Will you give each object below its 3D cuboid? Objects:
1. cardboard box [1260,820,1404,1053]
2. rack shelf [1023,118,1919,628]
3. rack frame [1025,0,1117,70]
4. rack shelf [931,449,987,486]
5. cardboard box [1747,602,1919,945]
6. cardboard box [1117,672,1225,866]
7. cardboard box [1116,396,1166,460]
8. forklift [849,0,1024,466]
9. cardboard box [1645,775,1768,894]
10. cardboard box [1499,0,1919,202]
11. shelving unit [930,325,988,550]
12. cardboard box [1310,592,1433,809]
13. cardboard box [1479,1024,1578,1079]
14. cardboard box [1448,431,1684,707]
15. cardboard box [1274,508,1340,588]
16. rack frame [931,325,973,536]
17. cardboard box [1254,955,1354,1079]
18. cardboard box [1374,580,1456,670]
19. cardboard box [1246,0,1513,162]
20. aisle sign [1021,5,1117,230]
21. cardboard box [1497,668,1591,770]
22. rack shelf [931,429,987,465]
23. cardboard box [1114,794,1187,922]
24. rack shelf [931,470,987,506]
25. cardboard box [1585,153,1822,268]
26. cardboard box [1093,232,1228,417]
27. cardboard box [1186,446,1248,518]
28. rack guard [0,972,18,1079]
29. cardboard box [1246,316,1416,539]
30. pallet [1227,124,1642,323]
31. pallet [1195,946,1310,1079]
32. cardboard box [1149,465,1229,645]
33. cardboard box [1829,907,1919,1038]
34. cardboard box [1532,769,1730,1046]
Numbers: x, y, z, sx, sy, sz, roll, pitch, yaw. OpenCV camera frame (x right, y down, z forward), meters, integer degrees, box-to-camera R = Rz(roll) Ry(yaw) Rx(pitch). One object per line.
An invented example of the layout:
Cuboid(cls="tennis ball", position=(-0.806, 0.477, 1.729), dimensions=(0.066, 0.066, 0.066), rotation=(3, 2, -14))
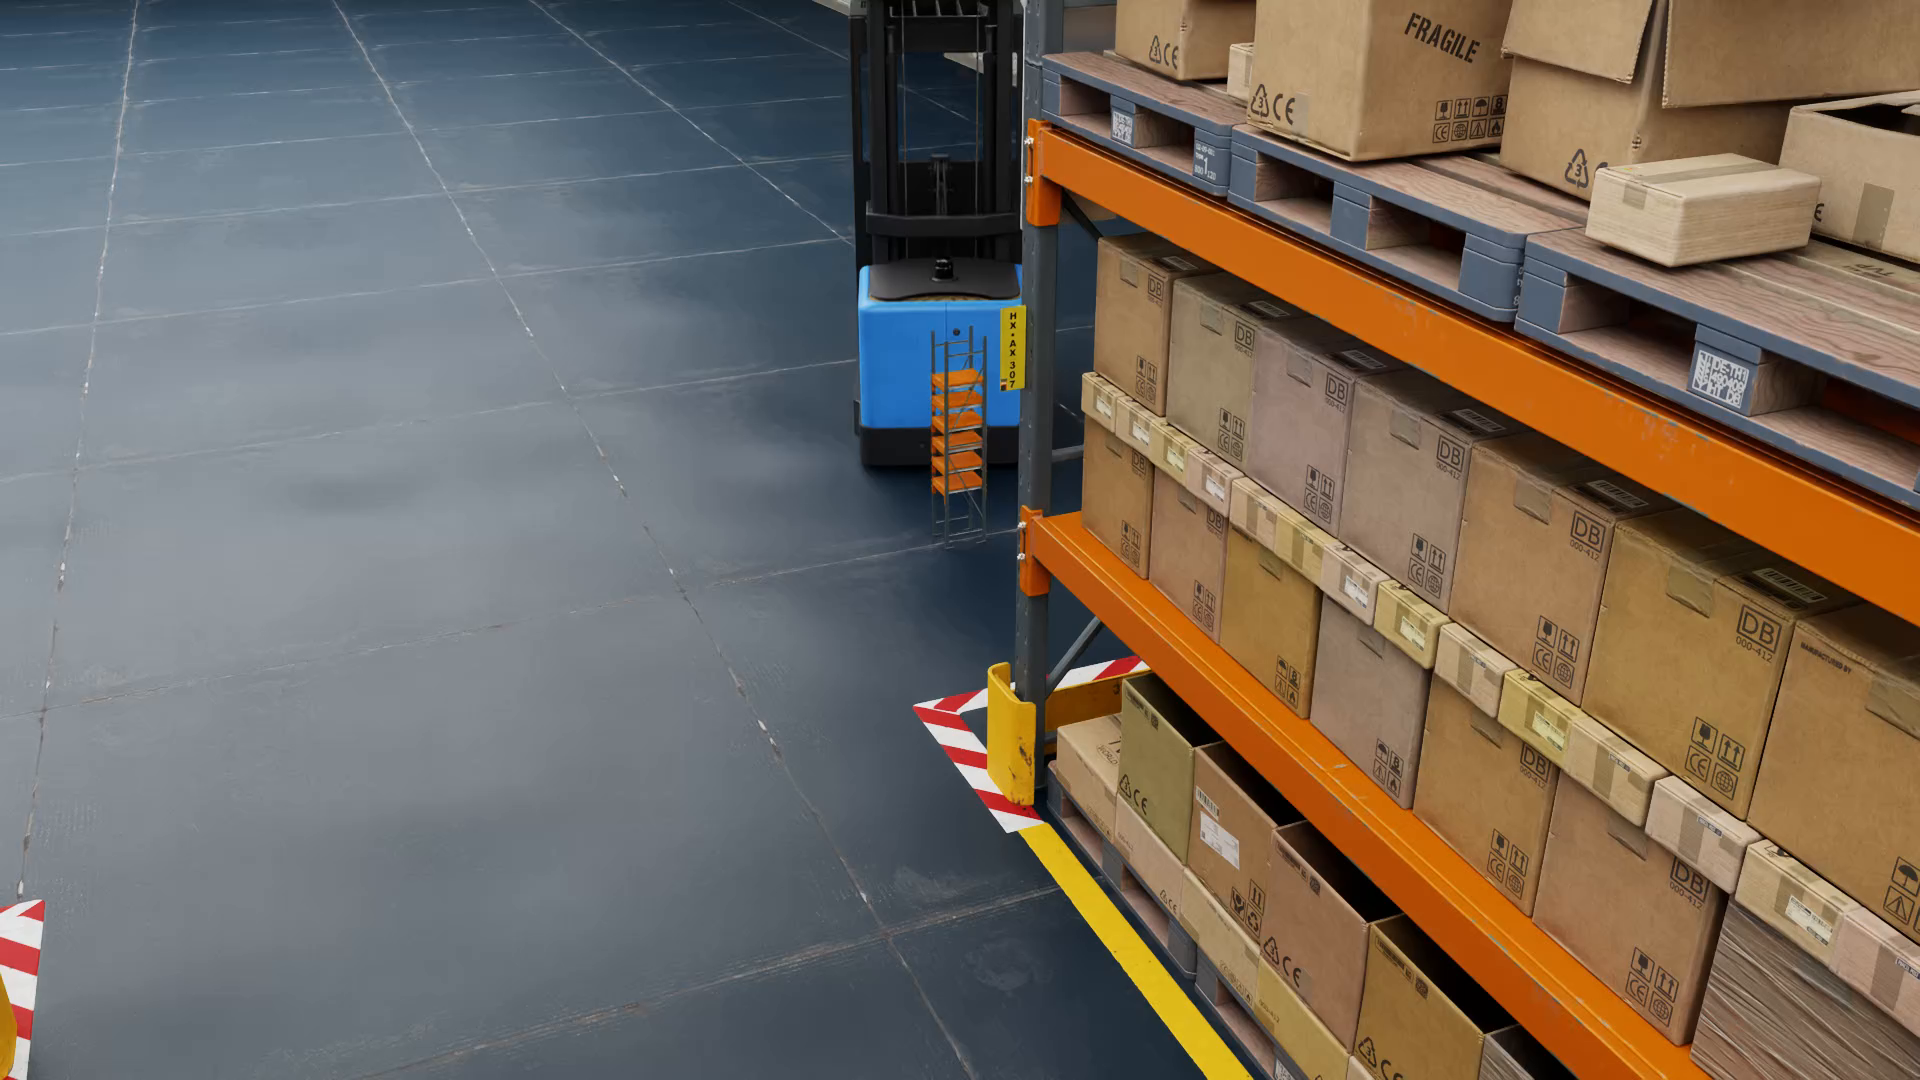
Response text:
Cuboid(cls="cardboard box", position=(1.302, 1.187, 5.201), dimensions=(0.500, 0.500, 0.500), rotation=(-11, 28, -21))
Cuboid(cls="rack shelf", position=(1.495, -0.601, 4.463), dimensions=(1.077, 0.370, 4.000), rotation=(-11, 28, -21))
Cuboid(cls="rack frame", position=(0.711, -3.080, 5.301), dimensions=(1.000, 3.000, 0.127), rotation=(-11, 28, -21))
Cuboid(cls="rack shelf", position=(-0.006, -0.397, 9.071), dimensions=(0.258, 0.103, 0.180), rotation=(-11, 28, -21))
Cuboid(cls="cardboard box", position=(2.098, 0.425, 3.368), dimensions=(0.700, 0.500, 0.500), rotation=(-10, 28, -20))
Cuboid(cls="cardboard box", position=(0.914, 0.782, 6.029), dimensions=(0.500, 0.500, 0.500), rotation=(-11, 28, -21))
Cuboid(cls="cardboard box", position=(0.773, -0.419, 5.835), dimensions=(0.380, 0.149, 0.250), rotation=(-11, 28, -22))
Cuboid(cls="forklift", position=(-0.142, -2.371, 10.765), dimensions=(1.130, 2.935, 3.031), rotation=(-1, 26, -2))
Cuboid(cls="cardboard box", position=(1.774, 0.616, 3.716), dimensions=(0.380, 0.149, 0.250), rotation=(-11, 28, -22))
Cuboid(cls="cardboard box", position=(1.749, -1.101, 3.912), dimensions=(0.797, 0.503, 0.637), rotation=(-7, 27, -15))
Cuboid(cls="shelving unit", position=(-0.006, -0.545, 8.999), dimensions=(0.258, 1.200, 0.189), rotation=(-11, 28, -21))
Cuboid(cls="cardboard box", position=(1.491, 0.386, 4.926), dimensions=(0.700, 0.500, 0.500), rotation=(-10, 28, -19))
Cuboid(cls="cardboard box", position=(1.710, 1.587, 4.381), dimensions=(0.500, 0.500, 0.500), rotation=(-11, 28, -21))
Cuboid(cls="cardboard box", position=(1.704, 0.019, 4.200), dimensions=(0.700, 0.500, 0.500), rotation=(-11, 28, -21))
Cuboid(cls="cardboard box", position=(1.173, -0.005, 4.989), dimensions=(0.380, 0.149, 0.250), rotation=(-11, 28, -21))
Cuboid(cls="rack frame", position=(-0.042, -0.582, 9.074), dimensions=(0.240, 1.200, 0.006), rotation=(-11, 28, -21))
Cuboid(cls="cardboard box", position=(1.303, 1.524, 5.366), dimensions=(0.500, 0.250, 0.500), rotation=(-11, 28, -21))
Cuboid(cls="cardboard box", position=(1.372, 0.202, 4.564), dimensions=(0.380, 0.149, 0.250), rotation=(-10, 28, -19))
Cuboid(cls="cardboard box", position=(1.110, -1.311, 4.345), dimensions=(0.500, 0.500, 0.500), rotation=(-11, 28, -21))
Cuboid(cls="aisle sign", position=(0.404, -1.526, 5.993), dimensions=(0.394, 0.787, 0.004), rotation=(-11, 28, -21))
Cuboid(cls="cardboard box", position=(1.577, 0.411, 4.137), dimensions=(0.380, 0.149, 0.250), rotation=(-11, 28, -21))
Cuboid(cls="rack shelf", position=(-0.006, -0.505, 9.018), dimensions=(0.258, 0.103, 0.180), rotation=(-11, 28, -21))
Cuboid(cls="cardboard box", position=(0.916, 1.119, 6.195), dimensions=(0.500, 0.250, 0.500), rotation=(-11, 28, -21))
Cuboid(cls="rack shelf", position=(-0.006, -0.289, 9.124), dimensions=(0.258, 0.103, 0.180), rotation=(-11, 28, -21))
Cuboid(cls="cardboard box", position=(1.554, -0.696, 3.485), dimensions=(0.380, 0.149, 0.250), rotation=(-11, 28, -21))
Cuboid(cls="cardboard box", position=(0.903, -0.800, 5.876), dimensions=(0.700, 0.500, 0.500), rotation=(-10, 28, -20))
Cuboid(cls="cardboard box", position=(0.966, -0.216, 5.419), dimensions=(0.380, 0.149, 0.250), rotation=(-11, 28, -21))
Cuboid(cls="rack guard", position=(-3.775, 1.612, 5.379), dimensions=(1.175, 0.500, 0.348), rotation=(-11, 28, -21))
Cuboid(cls="cardboard box", position=(1.312, -0.385, 5.027), dimensions=(0.700, 0.500, 0.500), rotation=(-10, 28, -20))
Cuboid(cls="pallet", position=(1.446, -0.909, 4.375), dimensions=(1.003, 0.211, 1.213), rotation=(-11, 28, -21))
Cuboid(cls="pallet", position=(1.523, 1.662, 5.604), dimensions=(1.003, 0.211, 1.213), rotation=(-11, 28, -21))
Cuboid(cls="cardboard box", position=(1.093, -0.027, 5.772), dimensions=(0.700, 0.500, 0.500), rotation=(-10, 28, -19))
Cuboid(cls="cardboard box", position=(1.974, 0.822, 3.295), dimensions=(0.380, 0.149, 0.250), rotation=(-11, 28, -21))
Cuboid(cls="cardboard box", position=(1.886, 0.796, 4.086), dimensions=(0.700, 0.500, 0.500), rotation=(-11, 28, -21))
